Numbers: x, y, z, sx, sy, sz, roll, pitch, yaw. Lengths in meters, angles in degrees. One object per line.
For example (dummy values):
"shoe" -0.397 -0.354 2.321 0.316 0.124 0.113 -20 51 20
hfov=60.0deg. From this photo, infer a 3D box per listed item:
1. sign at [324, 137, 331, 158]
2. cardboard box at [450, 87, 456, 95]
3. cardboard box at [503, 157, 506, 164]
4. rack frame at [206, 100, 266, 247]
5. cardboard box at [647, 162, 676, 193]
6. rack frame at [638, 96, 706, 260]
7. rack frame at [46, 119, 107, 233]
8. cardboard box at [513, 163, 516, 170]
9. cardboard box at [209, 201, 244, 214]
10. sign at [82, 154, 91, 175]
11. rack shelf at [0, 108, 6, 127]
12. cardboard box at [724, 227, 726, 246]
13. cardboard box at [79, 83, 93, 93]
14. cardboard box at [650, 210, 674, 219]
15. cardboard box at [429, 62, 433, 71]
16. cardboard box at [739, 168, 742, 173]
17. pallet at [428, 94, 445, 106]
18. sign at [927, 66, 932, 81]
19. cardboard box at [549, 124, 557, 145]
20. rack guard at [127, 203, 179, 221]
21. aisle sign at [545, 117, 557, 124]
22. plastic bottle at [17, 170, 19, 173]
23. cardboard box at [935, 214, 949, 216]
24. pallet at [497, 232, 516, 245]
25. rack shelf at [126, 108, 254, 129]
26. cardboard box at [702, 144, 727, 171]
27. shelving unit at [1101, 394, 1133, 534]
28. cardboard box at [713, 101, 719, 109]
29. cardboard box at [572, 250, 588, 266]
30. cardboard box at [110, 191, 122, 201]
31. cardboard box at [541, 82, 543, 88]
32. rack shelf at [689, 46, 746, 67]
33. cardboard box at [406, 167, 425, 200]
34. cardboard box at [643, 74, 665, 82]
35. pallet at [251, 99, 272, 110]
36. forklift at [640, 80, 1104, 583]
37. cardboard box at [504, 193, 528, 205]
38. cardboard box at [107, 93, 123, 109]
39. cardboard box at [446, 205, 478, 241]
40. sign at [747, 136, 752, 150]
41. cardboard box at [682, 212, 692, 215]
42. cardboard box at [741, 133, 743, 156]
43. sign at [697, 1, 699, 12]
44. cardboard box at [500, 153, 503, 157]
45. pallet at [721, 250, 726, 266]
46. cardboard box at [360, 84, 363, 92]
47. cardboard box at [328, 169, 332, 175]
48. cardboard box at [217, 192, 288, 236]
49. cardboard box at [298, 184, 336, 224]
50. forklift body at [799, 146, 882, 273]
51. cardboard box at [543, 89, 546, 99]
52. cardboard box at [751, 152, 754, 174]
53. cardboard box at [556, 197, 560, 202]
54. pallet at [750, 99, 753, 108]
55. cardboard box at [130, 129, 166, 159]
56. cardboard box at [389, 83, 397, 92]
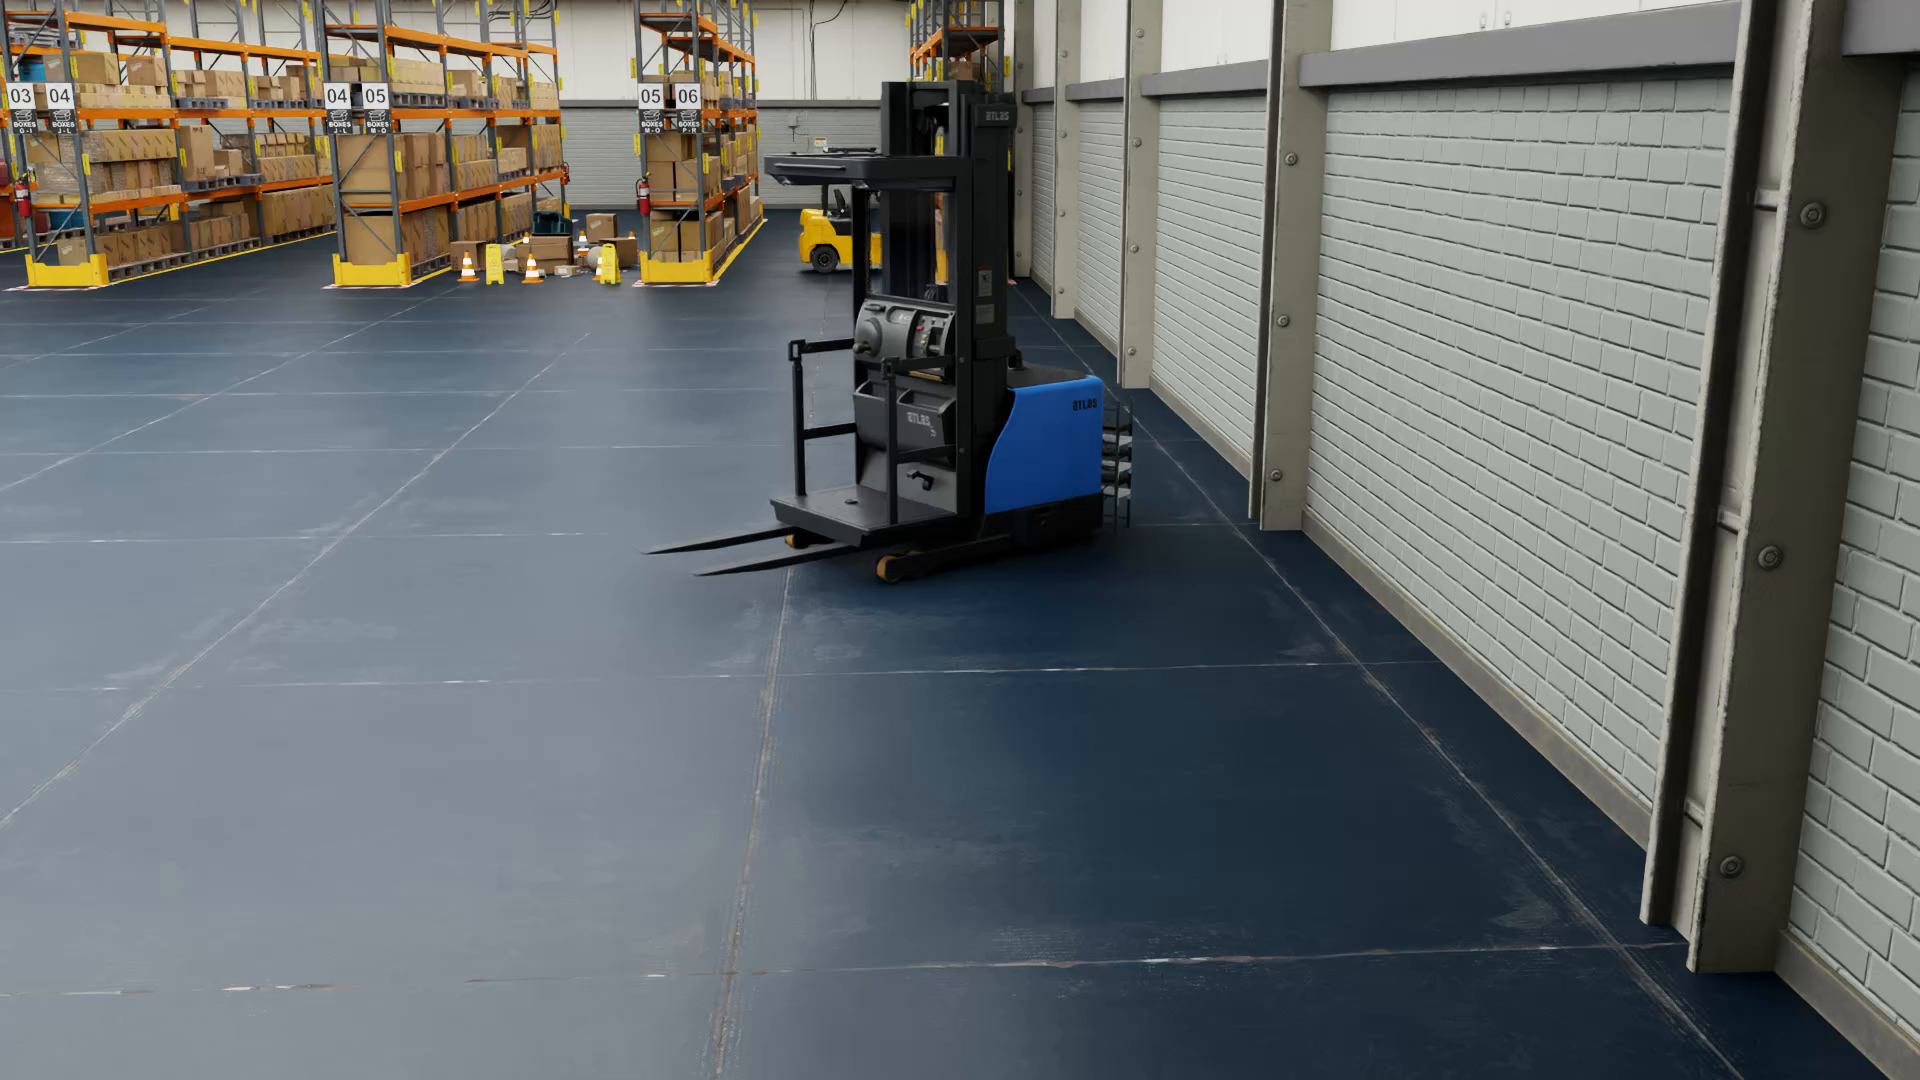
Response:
"sign" -10.216 -6.350 26.886 0.100 0.325 0.005 -1 14 -3
"cardboard box" -9.738 -8.519 31.556 0.250 0.149 0.380 -1 14 -3
"cardboard box" -10.053 -8.214 35.997 0.380 0.149 0.250 -1 14 -3
"rack frame" -15.126 -7.617 34.612 1.000 3.000 0.127 -1 14 -3
"cardboard box" -5.048 -6.104 27.933 0.500 0.500 0.500 -1 14 -4
"rack frame" -4.739 -5.781 27.474 1.000 3.000 0.127 -1 14 -3
"rack frame" -20.317 -8.536 38.181 1.000 3.000 0.127 -1 14 -3
"cardboard box" -10.111 -8.326 37.027 0.380 0.149 0.250 0 14 -1
"cardboard box" -15.054 -6.817 34.130 0.500 0.250 0.500 0 14 -1
"sign" -14.088 -6.055 26.804 0.100 0.325 0.005 -1 14 -3
"rack shelf" -19.945 -8.148 32.098 1.077 0.370 4.000 -1 14 -3
"cardboard box" -5.022 -5.837 32.122 0.950 0.372 0.625 -1 14 -3
"cardboard box" -14.336 -7.339 27.011 0.380 0.149 0.250 -1 14 -2
"cardboard box" -5.139 -5.615 28.700 0.380 0.149 0.250 0 14 -2
"cardboard box" -9.535 -8.369 29.376 0.380 0.149 0.250 -1 14 -2
"cardboard box" -5.090 -8.081 36.716 0.500 0.250 0.500 0 14 -2
"pallet" -9.881 -7.880 29.792 1.003 0.211 1.213 -1 14 -3
"sign" -0.574 -8.698 31.123 0.100 0.325 0.005 -1 14 -3
"cardboard box" -10.357 -10.099 41.454 0.500 0.500 0.500 -1 14 -5
"rack guard" -20.579 -8.326 42.382 1.175 0.500 0.348 -1 14 -3
"aisle sign" -10.370 -10.940 42.310 0.394 0.787 0.004 -1 14 -3
"plastic bottle" -19.753 -7.620 34.882 0.097 0.271 0.097 0 14 0
"cardboard box" -0.227 -5.702 29.838 0.500 0.250 0.500 -1 14 -5
"pallet" -10.216 -6.513 35.915 1.003 0.211 1.213 -1 14 -3
"rack shelf" -15.002 -8.224 32.395 1.077 0.370 4.000 -1 14 -3
"cardboard box" -4.730 -7.292 31.709 0.500 0.500 0.500 -1 14 -2
"shelving unit" 1.003 -0.516 11.224 0.258 0.900 0.210 9 17 30
"cardboard box" -4.662 -8.033 30.711 0.380 0.149 0.250 -1 14 -3
"cardboard box" -7.079 -5.216 30.765 0.258 0.266 0.396 -13 20 -42
"cardboard box" -14.451 -5.830 28.168 0.380 0.149 0.250 -1 14 -3
"cardboard box" -10.256 -10.947 40.033 0.380 0.149 0.250 -1 14 -5
"rack shelf" -5.359 -10.631 36.532 1.077 0.370 4.000 -1 14 -3
"cardboard box" -9.707 -6.121 28.496 0.875 0.550 0.550 -1 14 -3
"cardboard box" -5.055 -7.578 27.341 0.380 0.149 0.250 -1 14 -3
"pallet" -15.218 -9.138 34.881 1.213 0.211 1.003 0 14 -1
"forklift" -0.511 -1.306 10.222 3.031 2.935 1.130 -11 18 -37
"cardboard box" -10.100 -7.710 37.642 0.500 0.250 0.500 0 14 -1
"cardboard box" -14.467 -7.383 27.983 0.500 0.250 0.500 -1 14 -4
"cardboard box" -10.105 -6.181 32.701 1.050 0.750 0.750 -1 14 -3
"sign" -4.942 -9.298 38.981 0.100 0.325 0.005 -1 14 -3
"cardboard box" -5.175 -5.727 30.434 0.500 0.500 0.500 0 14 -1
"cardboard box" -5.106 -8.807 37.029 0.500 0.500 0.500 -1 14 -3
"sign" -6.038 -12.197 38.180 0.100 0.325 0.005 -1 14 -3
"cardboard box" -10.034 -8.284 35.672 0.380 0.149 0.250 -1 14 -4
"pallet" -4.910 -5.259 31.041 1.003 0.211 1.213 -1 14 -3
"cardboard box" -10.064 -7.466 27.465 0.380 0.149 0.250 -1 14 -3
"cardboard box" -15.093 -8.700 39.324 0.380 0.149 0.250 0 14 -2
"cardboard box" -15.148 -6.964 35.493 1.225 0.875 0.875 -2 15 -6
"cardboard box" -15.335 -7.952 39.334 0.875 0.875 0.875 -1 14 -3
"forklift body" -1.723 -5.891 29.605 2.313 2.155 1.214 -1 14 -3
"cardboard box" -10.301 -10.790 40.220 0.500 0.250 0.500 -2 15 -6
"cardboard box" -5.302 -9.183 40.498 0.500 0.500 0.500 -1 14 -3
"cardboard box" -10.379 -8.642 42.277 0.380 0.149 0.250 -1 14 -3
"pallet" -5.595 -10.681 40.678 1.003 0.211 1.213 -1 14 -3
"cardboard box" -14.543 -7.067 29.670 0.500 0.500 0.500 -1 14 -3
"cardboard box" -9.375 -7.352 27.023 0.380 0.149 0.250 -1 14 -3
